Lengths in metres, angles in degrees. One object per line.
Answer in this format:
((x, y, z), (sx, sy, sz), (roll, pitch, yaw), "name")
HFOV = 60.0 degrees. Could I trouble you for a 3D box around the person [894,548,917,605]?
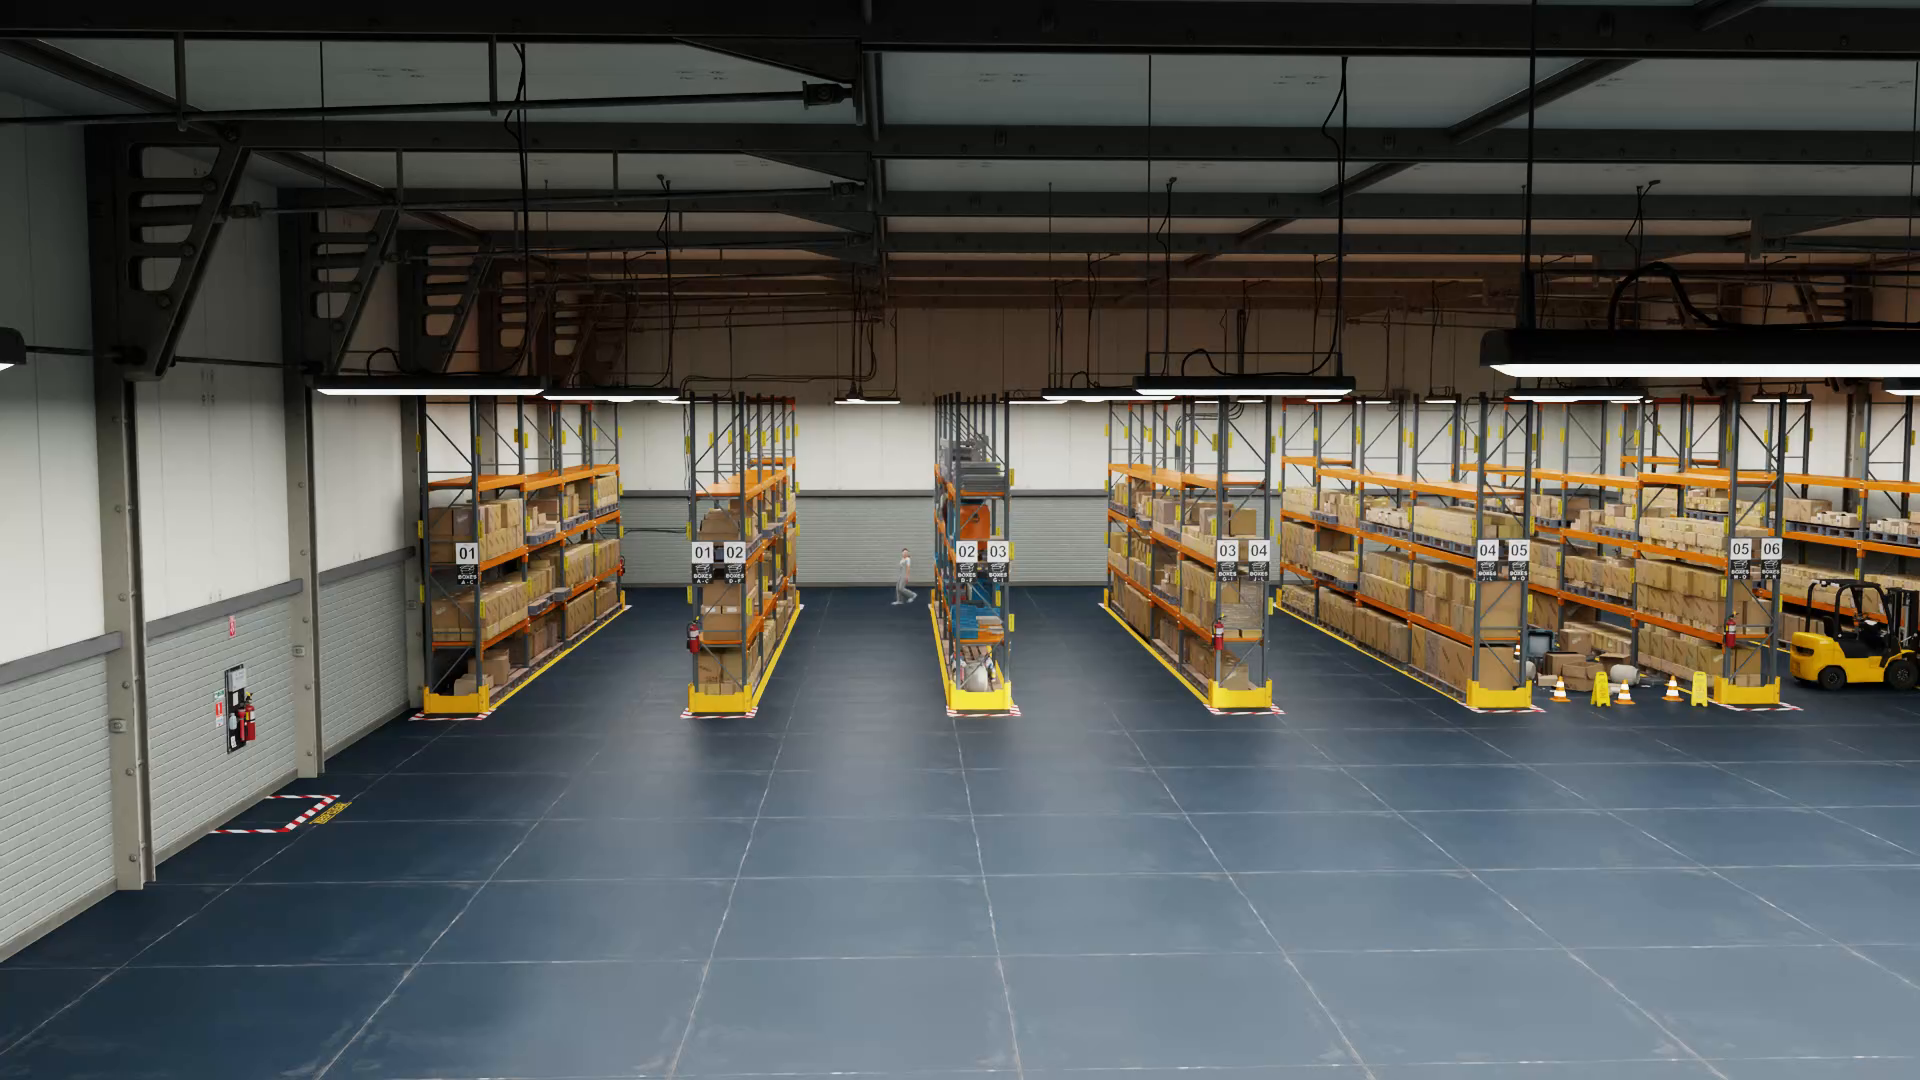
((-1.569, 1.060, 48.060), (0.660, 1.636, 0.492), (-1, 5, -13), "person")
